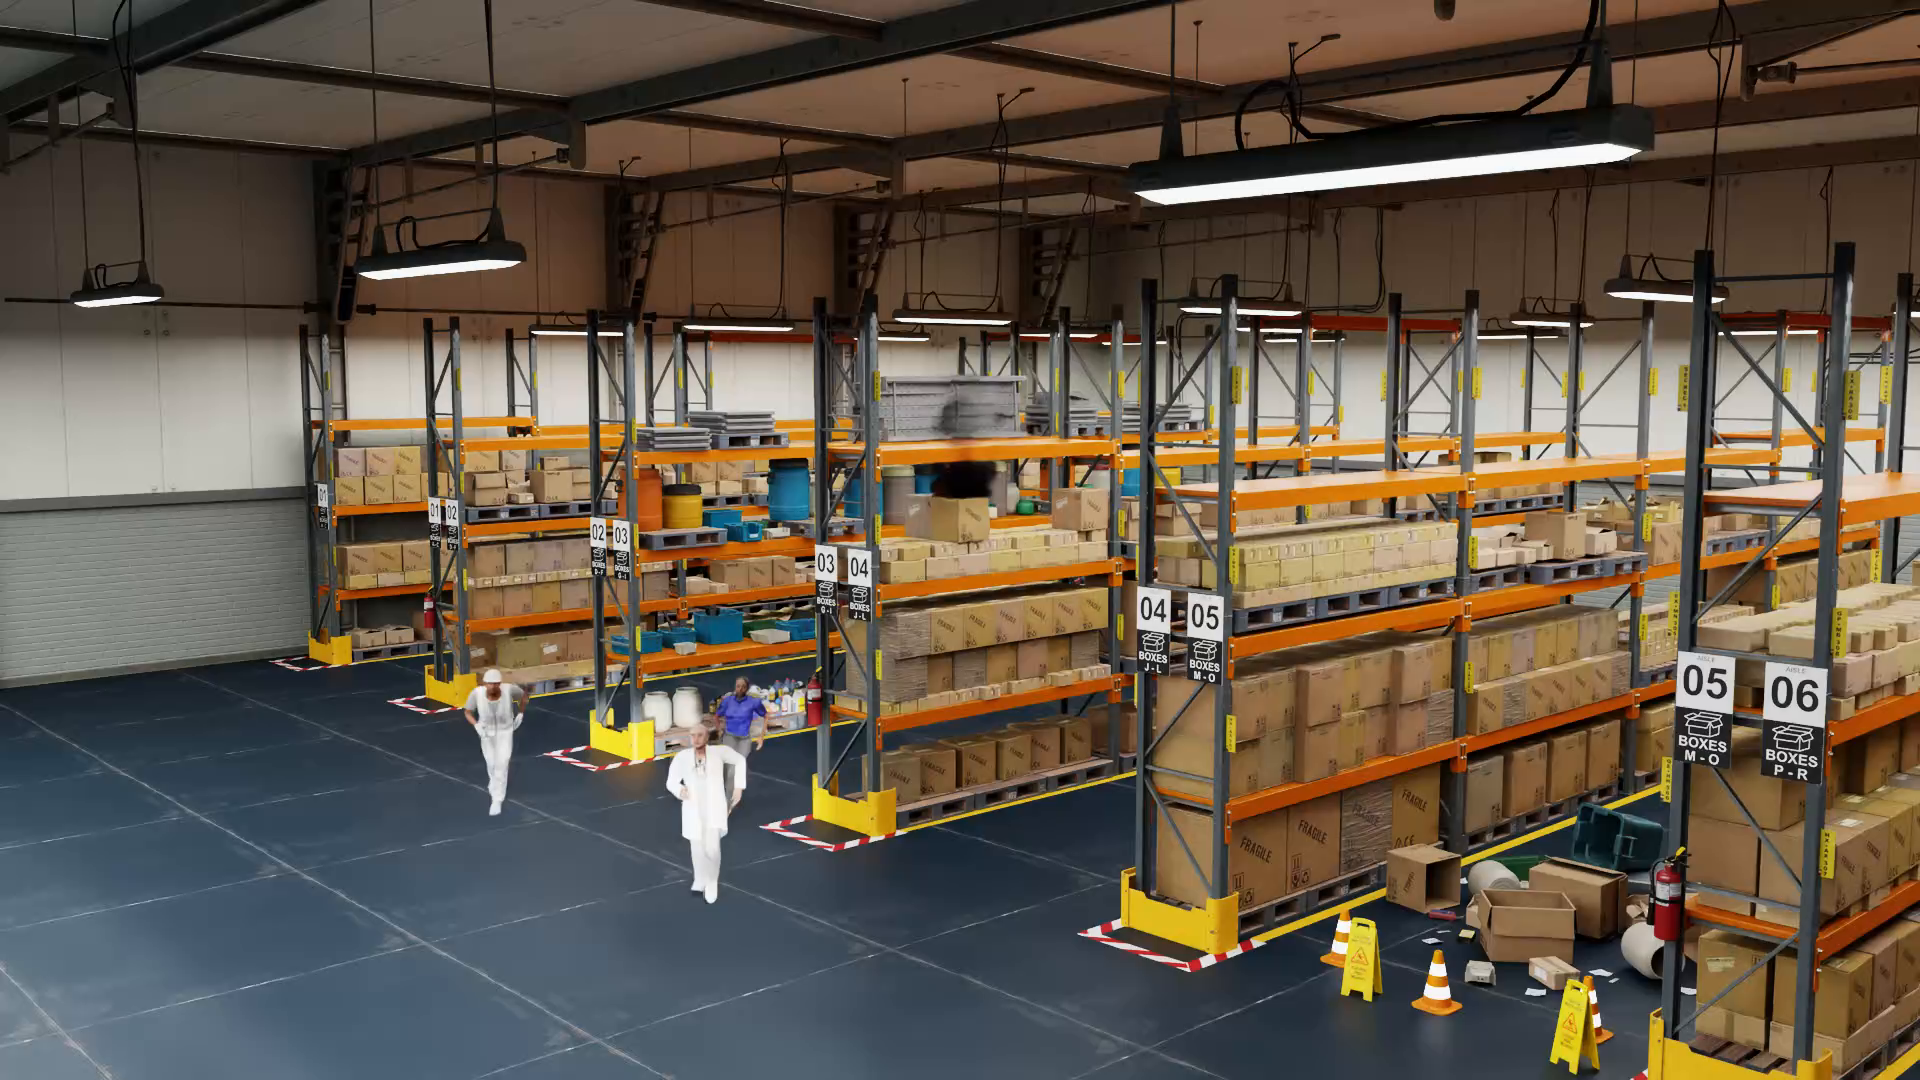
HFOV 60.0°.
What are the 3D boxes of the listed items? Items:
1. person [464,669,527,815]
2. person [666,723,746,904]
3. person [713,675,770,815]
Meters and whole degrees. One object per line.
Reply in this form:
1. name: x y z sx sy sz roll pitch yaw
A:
1. person: -5.539 2.333 19.863 0.721 1.727 1.052 -2 6 -17
2. person: -2.468 2.650 16.183 0.736 1.765 0.923 0 6 2
3. person: -2.595 2.407 19.367 0.668 1.678 0.795 2 6 16
